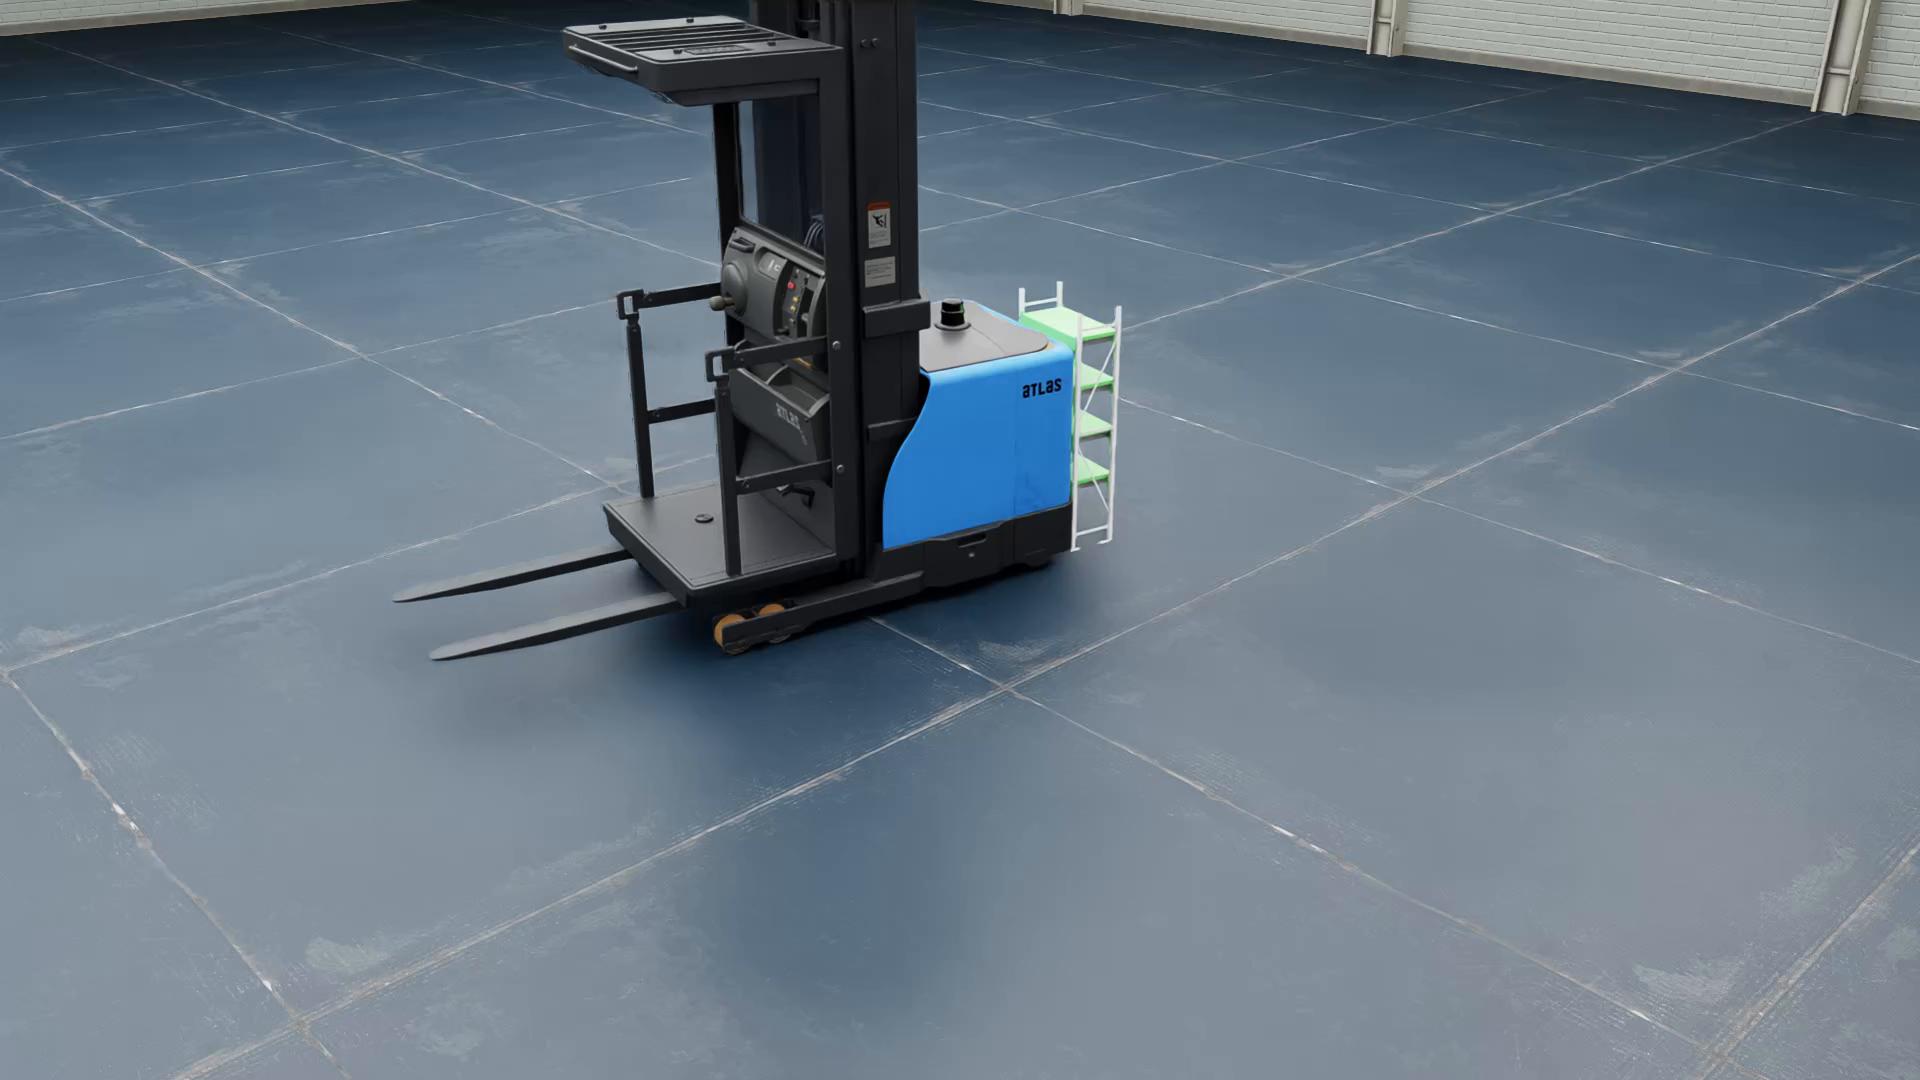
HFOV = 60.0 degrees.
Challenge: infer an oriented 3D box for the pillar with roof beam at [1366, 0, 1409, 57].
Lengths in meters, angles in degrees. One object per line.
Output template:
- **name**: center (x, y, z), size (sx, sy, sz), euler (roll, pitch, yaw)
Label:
- **pillar with roof beam**: center (2.717, -9.575, 18.396), size (9.100, 9.000, 0.400), euler (-21, 32, -38)

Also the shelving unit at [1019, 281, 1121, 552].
- **shelving unit**: center (0.519, -0.603, 8.127), size (0.258, 1.200, 0.503), euler (-14, 28, -28)

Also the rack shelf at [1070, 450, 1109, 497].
- **rack shelf**: center (0.519, -0.327, 8.253), size (0.258, 0.148, 0.480), euler (-14, 28, -28)

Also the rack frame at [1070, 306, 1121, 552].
- **rack frame**: center (0.645, -0.517, 7.937), size (0.240, 1.200, 0.015), euler (-14, 28, -28)

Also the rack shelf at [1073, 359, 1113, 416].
- **rack shelf**: center (0.519, -0.764, 8.054), size (0.258, 0.148, 0.480), euler (-14, 28, -28)

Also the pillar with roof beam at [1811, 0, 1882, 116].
- **pillar with roof beam**: center (6.818, -7.757, 14.412), size (9.100, 9.000, 0.400), euler (-21, 32, -38)

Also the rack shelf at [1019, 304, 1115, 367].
- **rack shelf**: center (0.519, -0.982, 7.954), size (0.258, 0.148, 0.480), euler (-14, 28, -28)

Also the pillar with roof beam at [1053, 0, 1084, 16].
- **pillar with roof beam**: center (-1.384, -11.393, 22.381), size (9.100, 9.000, 0.400), euler (-21, 32, -38)

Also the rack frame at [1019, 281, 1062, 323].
- **rack frame**: center (0.393, -0.690, 8.317), size (0.240, 1.200, 0.015), euler (-14, 28, -28)

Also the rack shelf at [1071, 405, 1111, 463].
- **rack shelf**: center (0.519, -0.545, 8.153), size (0.258, 0.148, 0.480), euler (-14, 28, -28)

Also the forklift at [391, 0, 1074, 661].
- **forklift**: center (-0.990, -1.093, 7.115), size (3.031, 2.935, 1.130), euler (-14, 28, -28)
